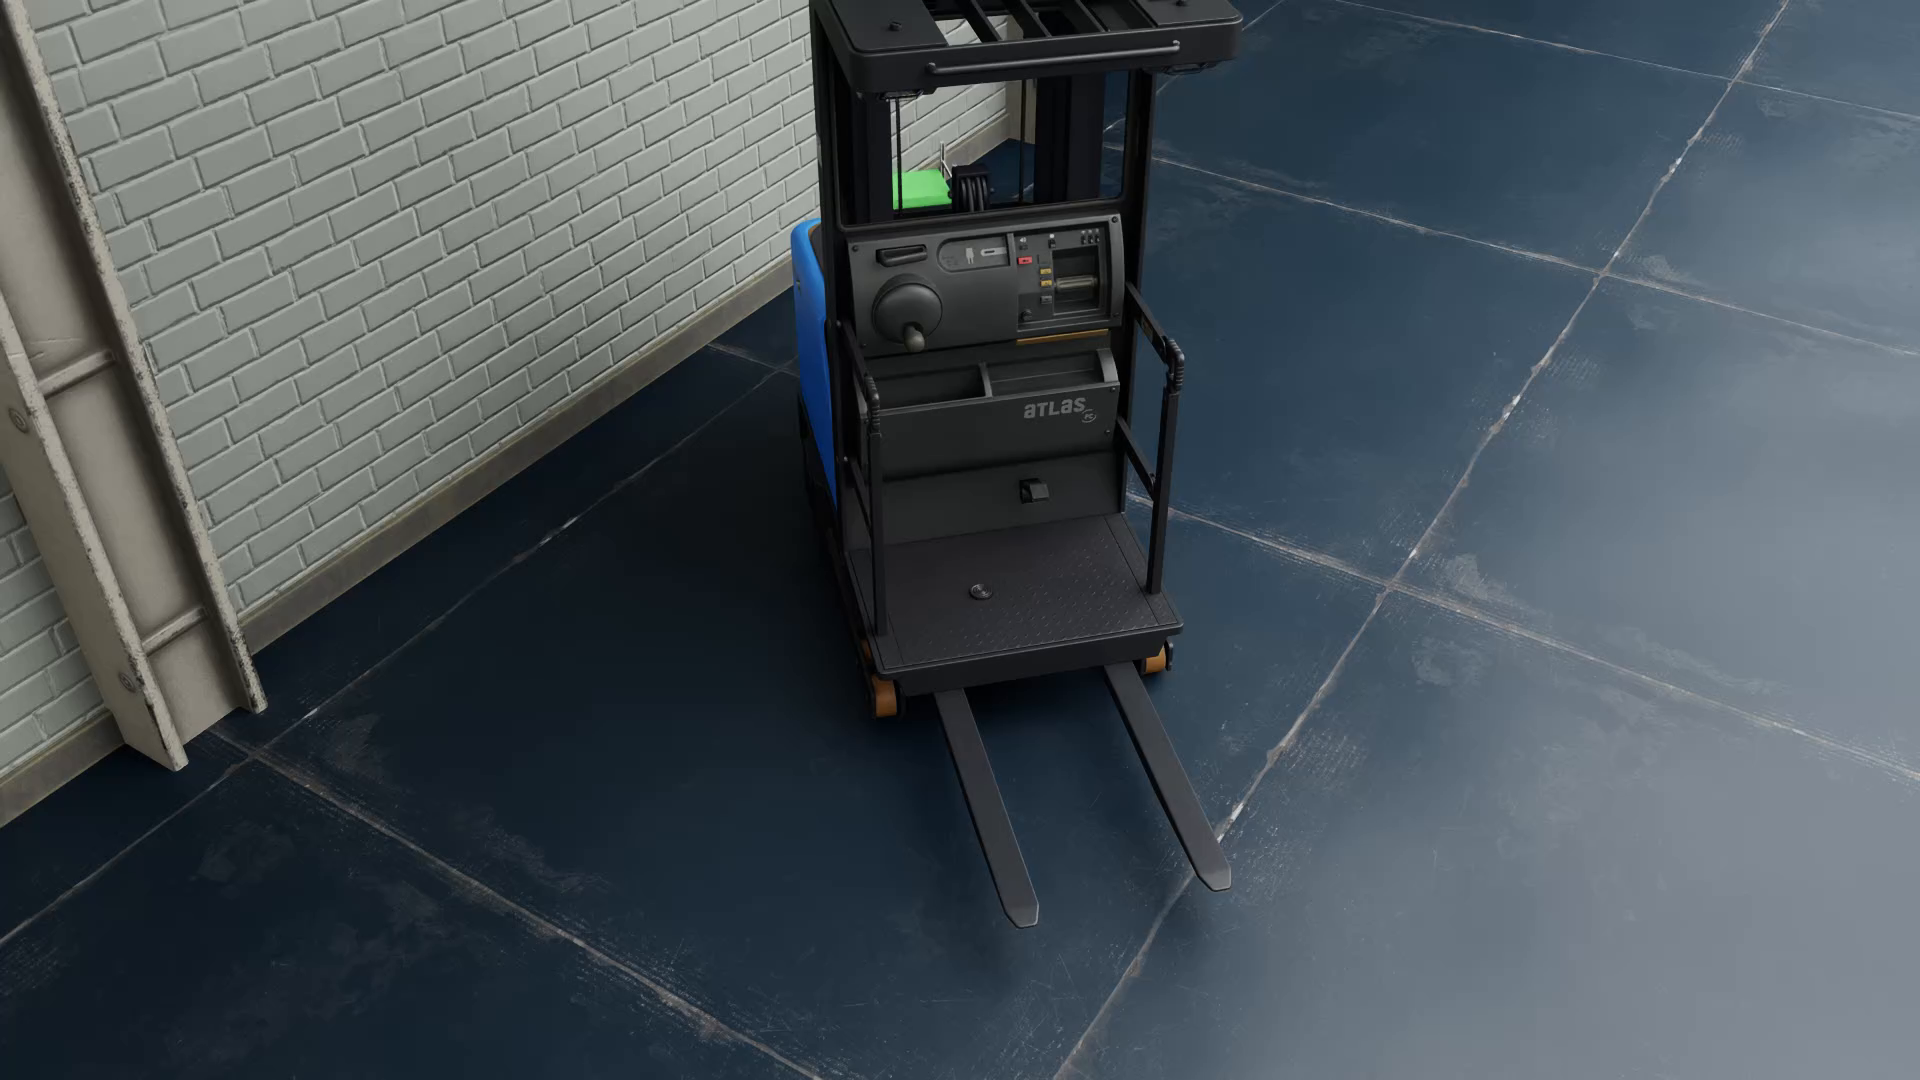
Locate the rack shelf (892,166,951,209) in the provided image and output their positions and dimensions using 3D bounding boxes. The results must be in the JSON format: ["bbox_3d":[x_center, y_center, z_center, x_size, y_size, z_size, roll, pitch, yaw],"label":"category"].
[{"bbox_3d":[-0.286,-1.412,6.917,0.480,0.148,0.258,-9,38,-11],"label":"rack shelf"}]

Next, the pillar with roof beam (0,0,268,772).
[{"bbox_3d":[0.915,-1.510,1.338,9.100,9.000,0.400,21,42,25],"label":"pillar with roof beam"}]

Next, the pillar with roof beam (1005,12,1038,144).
[{"bbox_3d":[4.130,-4.603,5.351,9.100,9.000,0.400,21,42,25],"label":"pillar with roof beam"}]

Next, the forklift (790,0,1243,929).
[{"bbox_3d":[0.146,-0.786,5.369,1.130,2.935,3.031,-8,38,-11],"label":"forklift"}]

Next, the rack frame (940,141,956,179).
[{"bbox_3d":[-0.049,-1.118,7.217,0.015,1.200,0.240,-9,38,-11],"label":"rack frame"}]

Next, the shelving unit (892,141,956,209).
[{"bbox_3d":[-0.286,-1.082,7.171,0.503,1.200,0.258,-9,38,-11],"label":"shelving unit"}]
